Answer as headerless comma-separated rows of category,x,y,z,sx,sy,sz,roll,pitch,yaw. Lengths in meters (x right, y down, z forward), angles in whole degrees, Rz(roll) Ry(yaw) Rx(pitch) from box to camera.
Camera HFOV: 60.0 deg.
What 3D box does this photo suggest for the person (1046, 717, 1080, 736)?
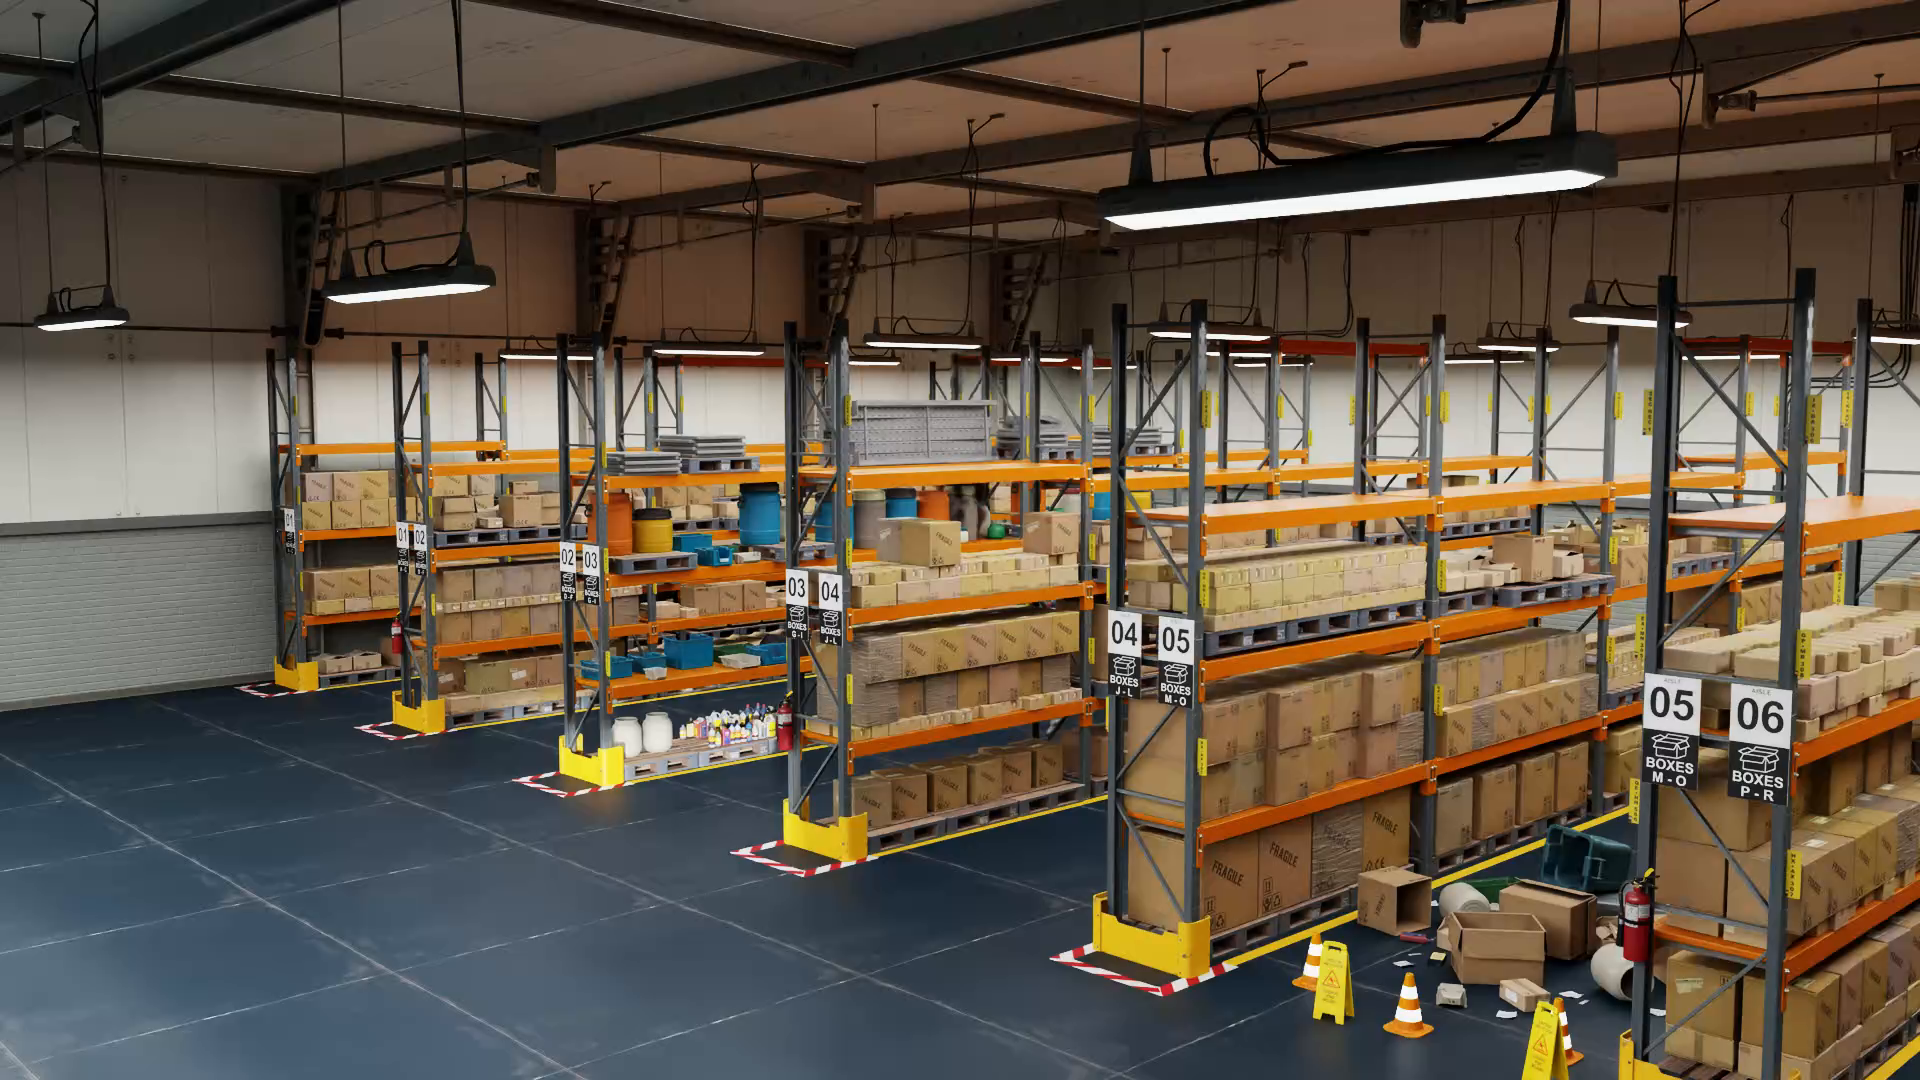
person,1.654,2.050,25.482,0.649,1.780,0.938,3,6,35
